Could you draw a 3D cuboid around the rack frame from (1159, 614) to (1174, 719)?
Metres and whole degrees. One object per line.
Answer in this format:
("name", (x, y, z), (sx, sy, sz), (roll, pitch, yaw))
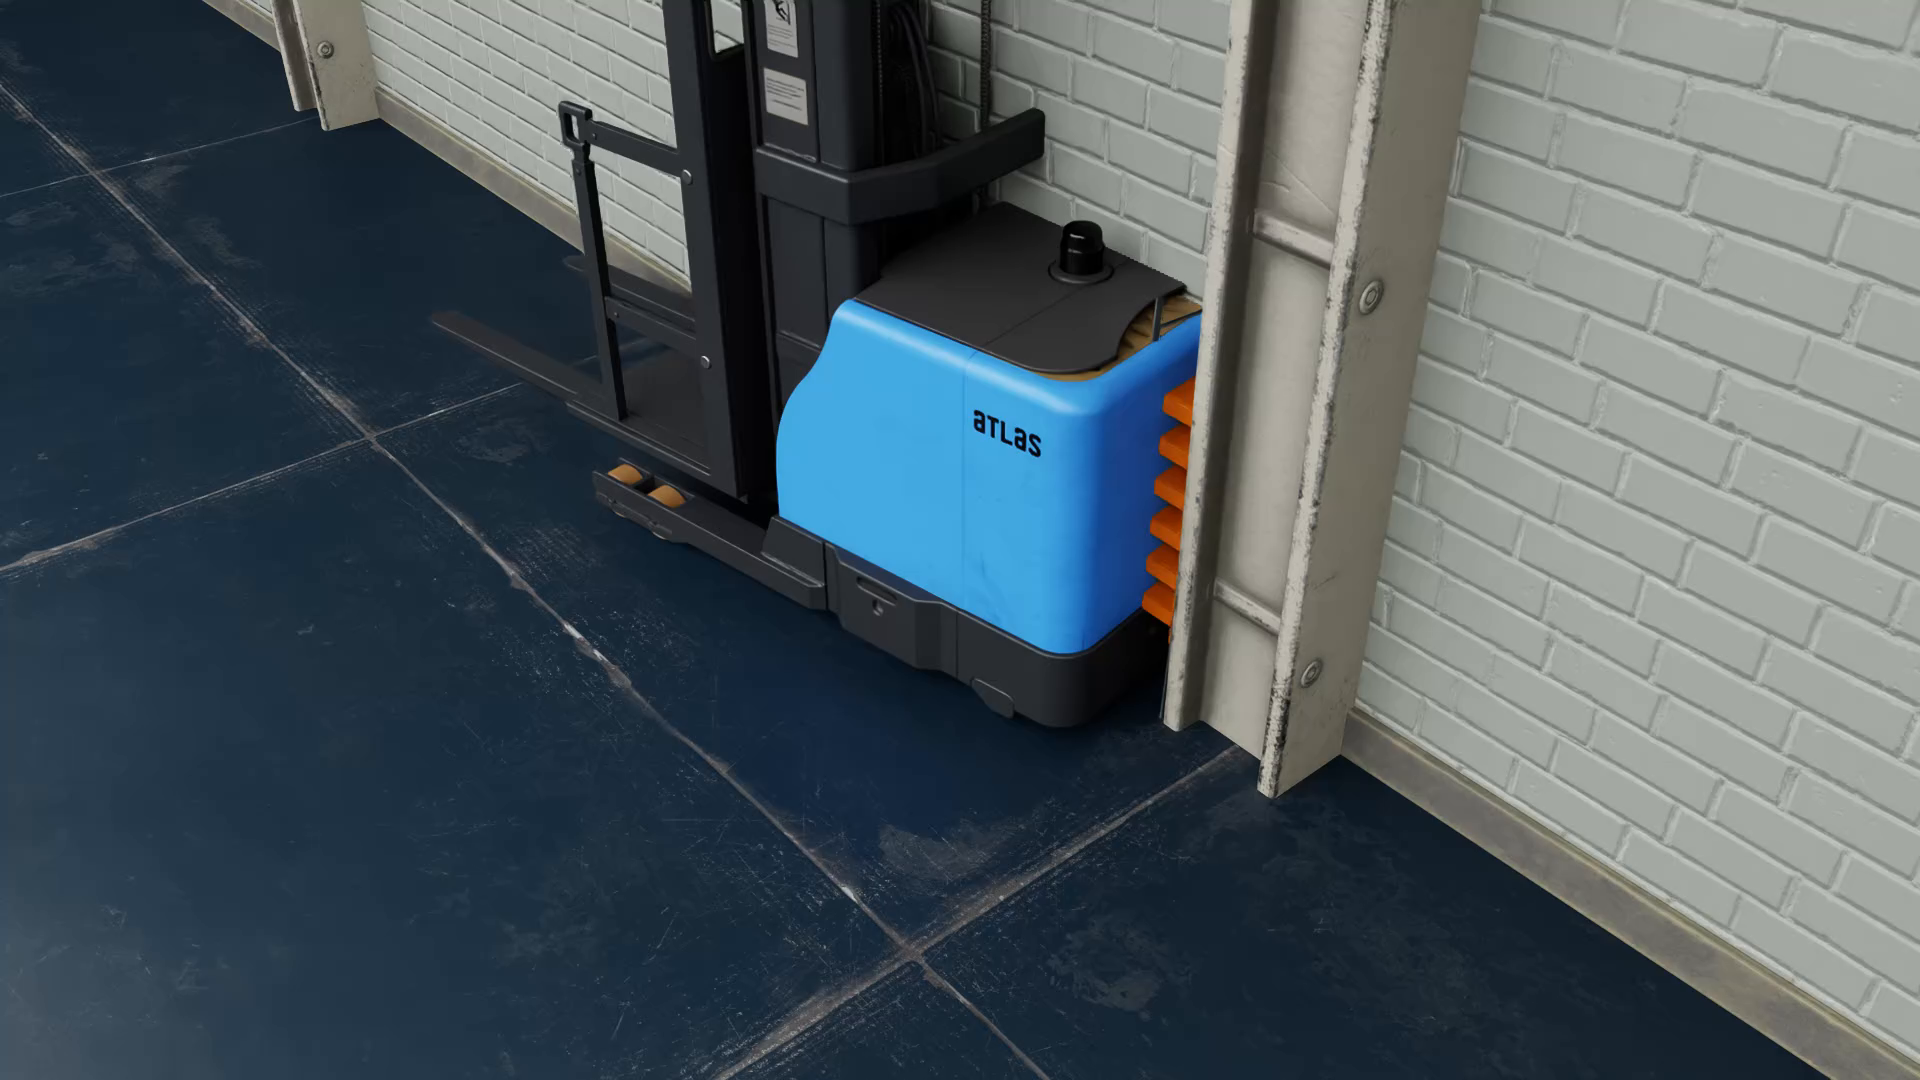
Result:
("rack frame", (0.662, -0.043, 4.294), (0.240, 1.200, 0.006), (-24, 42, -33))

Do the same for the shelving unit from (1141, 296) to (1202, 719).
("shelving unit", (0.604, -0.084, 4.351), (0.258, 1.200, 0.189), (-24, 42, -33))

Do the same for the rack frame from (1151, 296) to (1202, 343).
("rack frame", (0.545, -0.125, 4.408), (0.240, 1.200, 0.006), (-24, 42, -33))

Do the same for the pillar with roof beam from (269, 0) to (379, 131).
("pillar with roof beam", (-6.363, -4.189, 3.379), (9.100, 9.000, 0.400), (-26, 43, -32))

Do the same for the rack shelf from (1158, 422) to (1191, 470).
("rack shelf", (0.611, -0.246, 4.241), (0.258, 0.103, 0.180), (-24, 42, -33))

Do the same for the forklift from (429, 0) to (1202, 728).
("forklift", (-0.543, -1.406, 4.700), (3.031, 2.935, 1.130), (26, 43, 32))

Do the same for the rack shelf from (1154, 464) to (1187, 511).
("rack shelf", (0.606, -0.147, 4.309), (0.258, 0.103, 0.180), (-24, 42, -33))

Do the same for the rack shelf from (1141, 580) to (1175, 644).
("rack shelf", (0.593, 0.151, 4.510), (0.258, 0.103, 0.180), (-24, 42, -33))

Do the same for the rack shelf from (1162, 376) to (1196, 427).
("rack shelf", (0.615, -0.346, 4.174), (0.258, 0.103, 0.180), (-24, 42, -33))

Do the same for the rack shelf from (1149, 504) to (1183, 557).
("rack shelf", (0.602, -0.048, 4.376), (0.258, 0.103, 0.180), (-24, 42, -33))

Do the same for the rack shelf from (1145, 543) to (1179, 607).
("rack shelf", (0.598, 0.052, 4.443), (0.258, 0.103, 0.180), (-24, 42, -33))
